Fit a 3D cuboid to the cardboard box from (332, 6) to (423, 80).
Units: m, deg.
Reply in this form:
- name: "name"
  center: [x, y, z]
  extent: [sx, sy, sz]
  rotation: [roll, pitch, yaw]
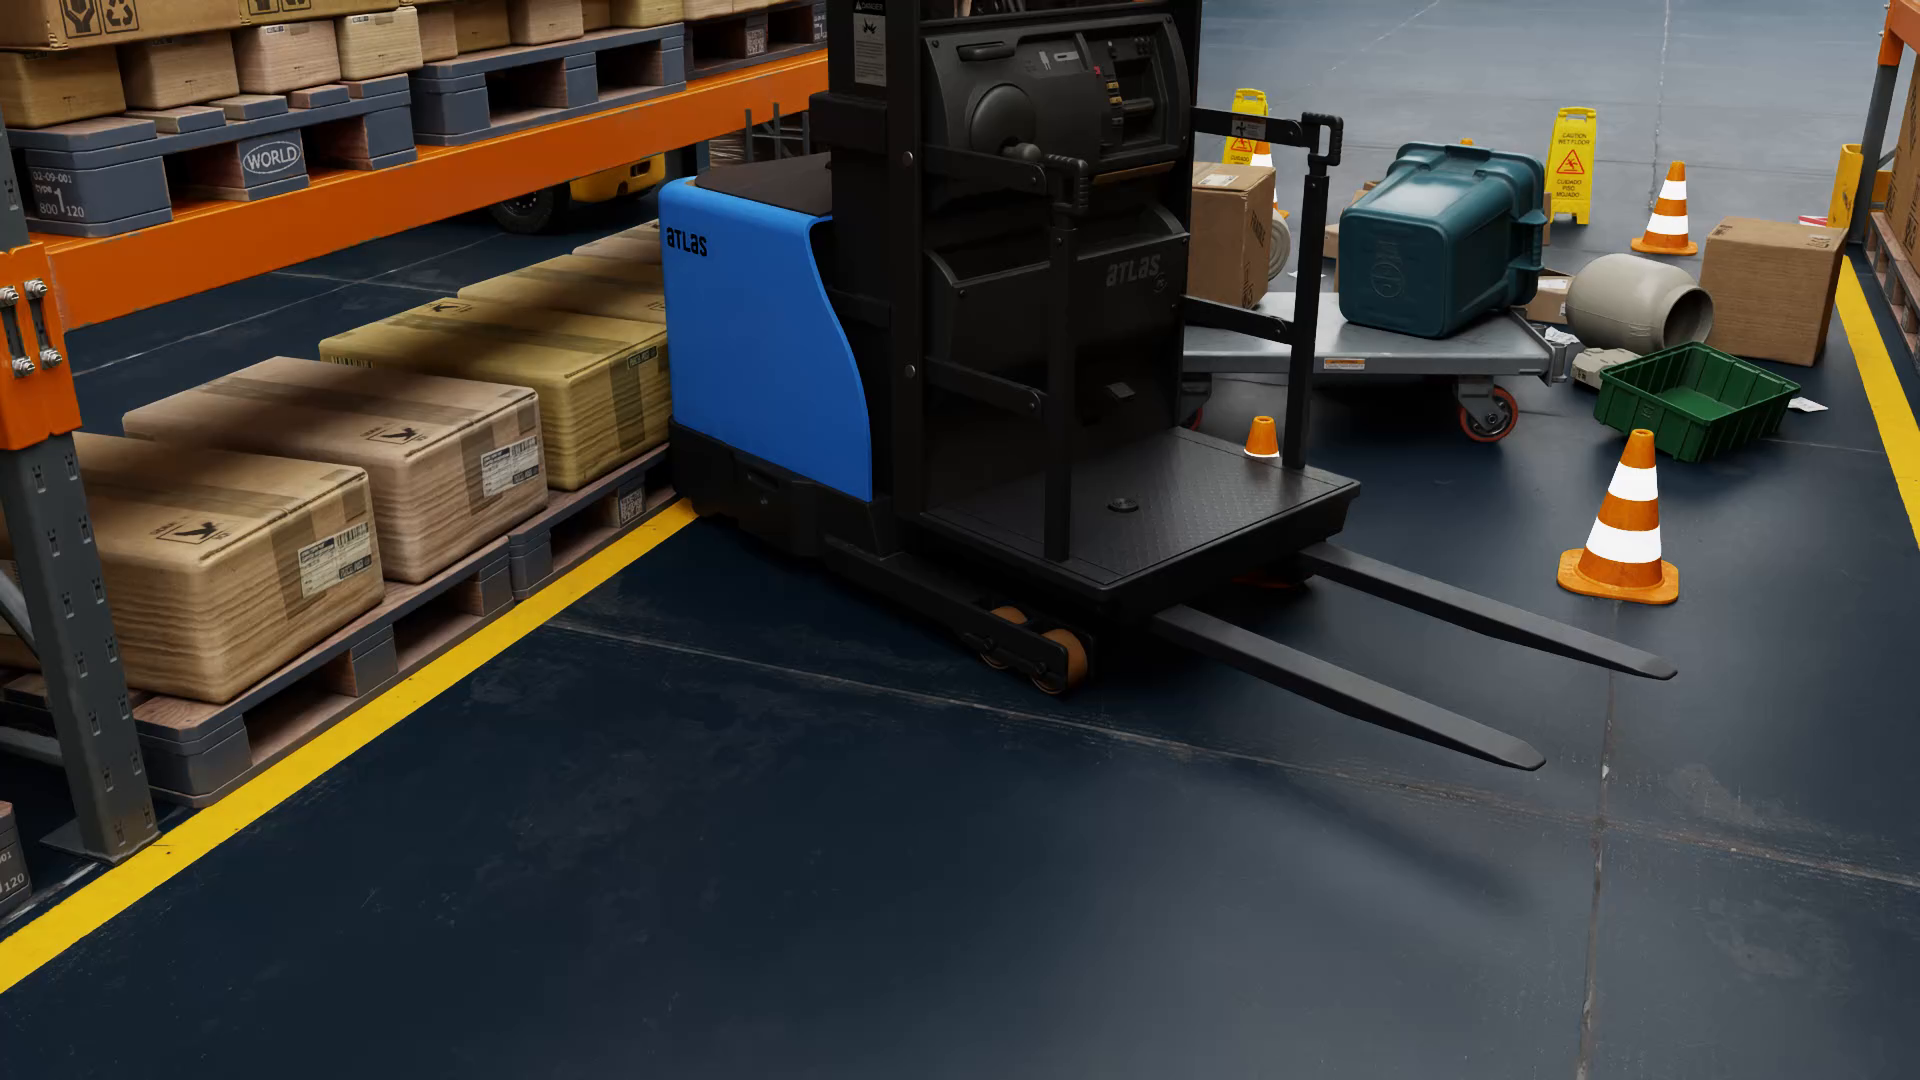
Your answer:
- name: "cardboard box"
  center: [-1.555, -1.226, 4.075]
  extent: [0.380, 0.149, 0.250]
  rotation: [9, 24, 20]

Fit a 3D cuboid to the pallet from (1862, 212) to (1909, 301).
- name: "pallet"
  center: [5.130, -1.382, 8.284]
  extent: [1.003, 0.211, 1.213]
  rotation: [9, 24, 20]

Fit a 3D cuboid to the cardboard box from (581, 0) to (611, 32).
- name: "cardboard box"
  center: [-1.285, -1.618, 5.014]
  extent: [0.380, 0.149, 0.250]
  rotation: [8, 24, 18]

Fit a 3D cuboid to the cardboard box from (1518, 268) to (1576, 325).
- name: "cardboard box"
  center: [2.797, -1.151, 7.662]
  extent: [0.396, 0.266, 0.258]
  rotation: [13, 26, 29]

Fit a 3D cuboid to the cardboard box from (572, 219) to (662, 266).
- name: "cardboard box"
  center: [-0.957, -1.000, 6.617]
  extent: [0.950, 0.372, 0.625]
  rotation: [9, 24, 21]

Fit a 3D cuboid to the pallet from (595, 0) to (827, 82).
- name: "pallet"
  center: [-1.184, -1.866, 6.073]
  extent: [1.003, 0.211, 1.213]
  rotation: [9, 24, 20]

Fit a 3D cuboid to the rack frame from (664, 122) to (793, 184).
- name: "rack frame"
  center: [-0.765, -2.207, 6.641]
  extent: [1.000, 3.000, 0.127]
  rotation: [9, 24, 20]

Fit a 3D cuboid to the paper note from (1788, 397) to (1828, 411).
- name: "paper note"
  center: [3.278, -0.535, 6.490]
  extent: [0.147, 0.020, 0.142]
  rotation: [-7, 24, -17]

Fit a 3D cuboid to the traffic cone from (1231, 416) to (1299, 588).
- name: "traffic cone"
  center: [0.895, -0.145, 4.997]
  extent: [0.336, 0.463, 0.334]
  rotation: [9, 24, 20]

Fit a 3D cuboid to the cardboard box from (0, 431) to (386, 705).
- name: "cardboard box"
  center: [-2.031, 0.043, 4.121]
  extent: [0.950, 0.372, 0.625]
  rotation: [7, 24, 16]

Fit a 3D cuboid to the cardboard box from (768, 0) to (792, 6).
- name: "cardboard box"
  center: [-0.814, -1.969, 5.854]
  extent: [0.380, 0.149, 0.250]
  rotation: [8, 24, 18]

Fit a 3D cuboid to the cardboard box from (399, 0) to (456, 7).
- name: "cardboard box"
  center: [-1.490, -1.659, 4.269]
  extent: [0.500, 0.500, 0.500]
  rotation: [9, 24, 21]

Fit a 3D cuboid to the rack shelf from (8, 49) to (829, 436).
- name: "rack shelf"
  center: [-1.508, -1.159, 5.067]
  extent: [1.077, 0.370, 4.000]
  rotation: [9, 24, 20]

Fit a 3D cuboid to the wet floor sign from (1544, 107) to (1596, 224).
- name: "wet floor sign"
  center: [3.527, -2.173, 9.615]
  extent: [0.267, 0.644, 0.232]
  rotation: [5, 23, 11]

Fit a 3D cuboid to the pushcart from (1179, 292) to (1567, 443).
- name: "pushcart"
  center: [1.371, -0.688, 6.408]
  extent: [1.648, 0.377, 0.936]
  rotation: [1, 23, 2]

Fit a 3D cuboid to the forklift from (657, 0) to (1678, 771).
- name: "forklift"
  center: [0.424, -1.177, 4.264]
  extent: [1.130, 2.935, 3.031]
  rotation: [-20, 30, -39]

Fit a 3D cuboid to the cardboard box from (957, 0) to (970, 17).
- name: "cardboard box"
  center: [-0.110, -2.438, 7.522]
  extent: [0.380, 0.149, 0.250]
  rotation: [10, 25, 22]

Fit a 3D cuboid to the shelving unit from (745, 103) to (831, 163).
- name: "shelving unit"
  center: [-0.574, -0.903, 5.837]
  extent: [0.258, 1.200, 0.189]
  rotation: [10, 23, 23]

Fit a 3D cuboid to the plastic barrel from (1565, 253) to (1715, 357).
- name: "plastic barrel"
  center: [2.866, -0.971, 7.026]
  extent: [0.421, 0.421, 0.512]
  rotation: [-12, 25, -26]

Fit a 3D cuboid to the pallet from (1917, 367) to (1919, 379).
- name: "pallet"
  center: [4.224, -0.508, 6.193]
  extent: [1.003, 0.211, 1.213]
  rotation: [9, 24, 20]

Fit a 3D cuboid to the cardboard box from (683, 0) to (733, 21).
- name: "cardboard box"
  center: [-0.968, -1.780, 5.401]
  extent: [0.380, 0.149, 0.250]
  rotation: [9, 24, 20]

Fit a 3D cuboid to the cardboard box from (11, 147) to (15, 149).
- name: "cardboard box"
  center: [-4.908, -2.201, 9.001]
  extent: [0.500, 0.250, 0.500]
  rotation: [9, 24, 20]

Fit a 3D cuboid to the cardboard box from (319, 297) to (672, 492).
- name: "cardboard box"
  center: [-1.478, -0.493, 5.403]
  extent: [0.950, 0.372, 0.625]
  rotation: [10, 25, 22]

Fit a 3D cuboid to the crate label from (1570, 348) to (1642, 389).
- name: "crate label"
  center: [2.629, -0.682, 6.705]
  extent: [0.298, 0.136, 0.250]
  rotation: [-7, 24, -17]

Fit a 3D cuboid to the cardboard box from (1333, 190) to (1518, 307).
- name: "cardboard box"
  center: [2.079, -1.222, 7.347]
  extent: [0.797, 0.637, 0.503]
  rotation: [9, 24, 20]

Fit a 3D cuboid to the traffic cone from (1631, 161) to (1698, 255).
- name: "traffic cone"
  center: [3.839, -1.808, 8.979]
  extent: [0.336, 0.463, 0.334]
  rotation: [9, 24, 20]

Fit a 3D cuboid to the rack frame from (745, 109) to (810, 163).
- name: "rack frame"
  center: [-0.612, -0.873, 5.760]
  extent: [0.240, 1.200, 0.006]
  rotation: [10, 23, 23]

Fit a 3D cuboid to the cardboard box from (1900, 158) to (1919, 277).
- name: "cardboard box"
  center: [4.839, -1.612, 7.429]
  extent: [0.875, 0.875, 0.875]
  rotation: [8, 24, 19]

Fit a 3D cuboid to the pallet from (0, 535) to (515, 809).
- name: "pallet"
  center: [-1.959, 0.232, 4.421]
  extent: [1.003, 0.211, 1.213]
  rotation: [9, 24, 20]

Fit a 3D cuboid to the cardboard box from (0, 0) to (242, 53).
- name: "cardboard box"
  center: [-1.869, -1.280, 3.363]
  extent: [0.500, 0.500, 0.500]
  rotation: [8, 24, 19]

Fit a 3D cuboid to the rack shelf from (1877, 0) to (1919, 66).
- name: "rack shelf"
  center: [4.612, -1.918, 6.883]
  extent: [1.077, 0.370, 4.000]
  rotation: [9, 24, 20]

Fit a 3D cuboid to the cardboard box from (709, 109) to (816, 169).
- name: "cardboard box"
  center: [-0.794, -1.728, 7.545]
  extent: [0.500, 0.500, 0.500]
  rotation: [8, 24, 19]

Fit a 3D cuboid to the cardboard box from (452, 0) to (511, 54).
- name: "cardboard box"
  center: [-1.469, -1.430, 4.563]
  extent: [0.380, 0.149, 0.250]
  rotation: [10, 25, 22]

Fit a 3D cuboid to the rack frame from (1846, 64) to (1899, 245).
- name: "rack frame"
  center: [5.354, -2.966, 8.458]
  extent: [1.000, 3.000, 0.127]
  rotation: [9, 24, 20]

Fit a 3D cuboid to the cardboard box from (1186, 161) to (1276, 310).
- name: "cardboard box"
  center: [0.899, -1.159, 6.393]
  extent: [0.500, 0.500, 0.500]
  rotation: [9, 24, 20]

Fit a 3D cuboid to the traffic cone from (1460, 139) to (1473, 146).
- name: "traffic cone"
  center: [2.916, -2.092, 9.658]
  extent: [0.336, 0.463, 0.334]
  rotation: [9, 24, 20]

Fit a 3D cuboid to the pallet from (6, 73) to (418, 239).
- name: "pallet"
  center: [-2.085, -0.957, 3.899]
  extent: [1.213, 0.211, 1.003]
  rotation: [9, 24, 20]

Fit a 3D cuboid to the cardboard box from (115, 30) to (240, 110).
- name: "cardboard box"
  center: [-1.821, -1.039, 3.627]
  extent: [0.380, 0.149, 0.250]
  rotation: [7, 24, 17]
